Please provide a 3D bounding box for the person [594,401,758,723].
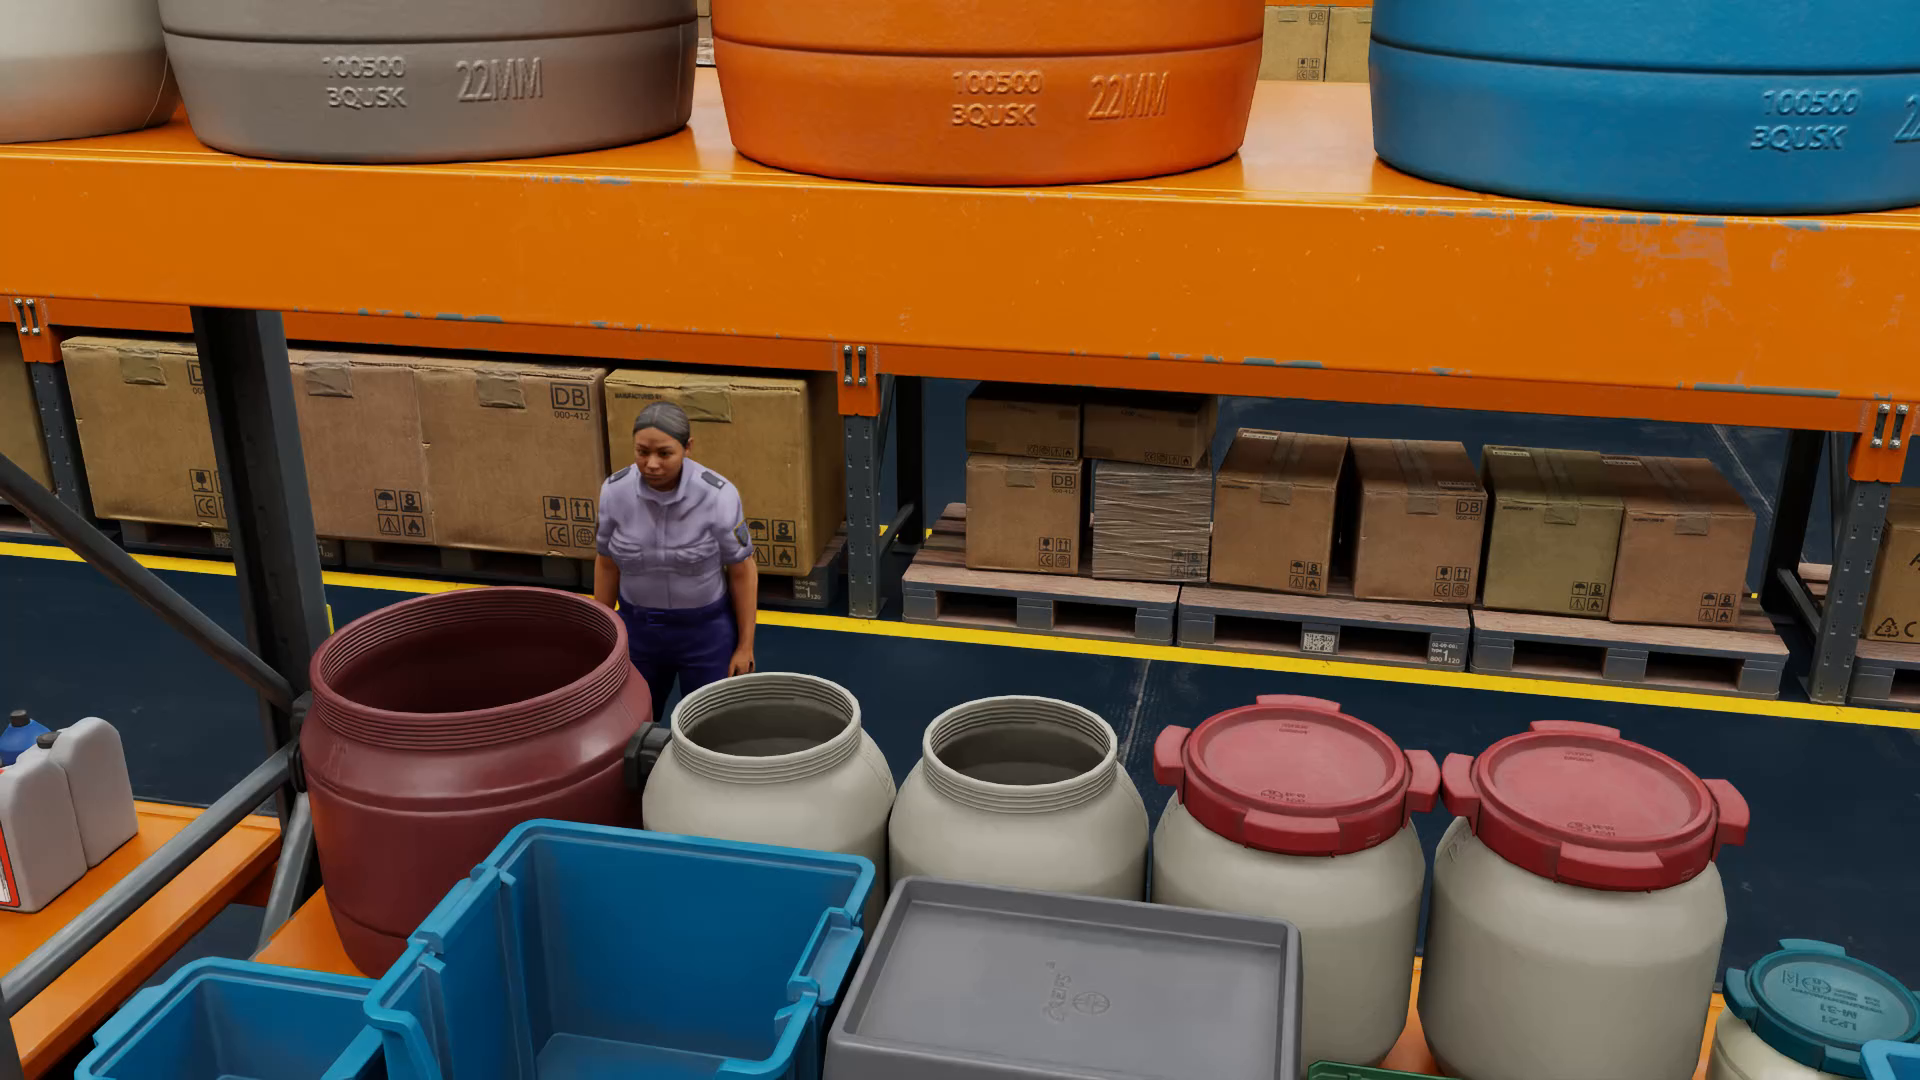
[{"bbox_3d":[-0.912,0.334,5.260,0.557,1.651,0.377,3,22,8],"label":"person"}]
